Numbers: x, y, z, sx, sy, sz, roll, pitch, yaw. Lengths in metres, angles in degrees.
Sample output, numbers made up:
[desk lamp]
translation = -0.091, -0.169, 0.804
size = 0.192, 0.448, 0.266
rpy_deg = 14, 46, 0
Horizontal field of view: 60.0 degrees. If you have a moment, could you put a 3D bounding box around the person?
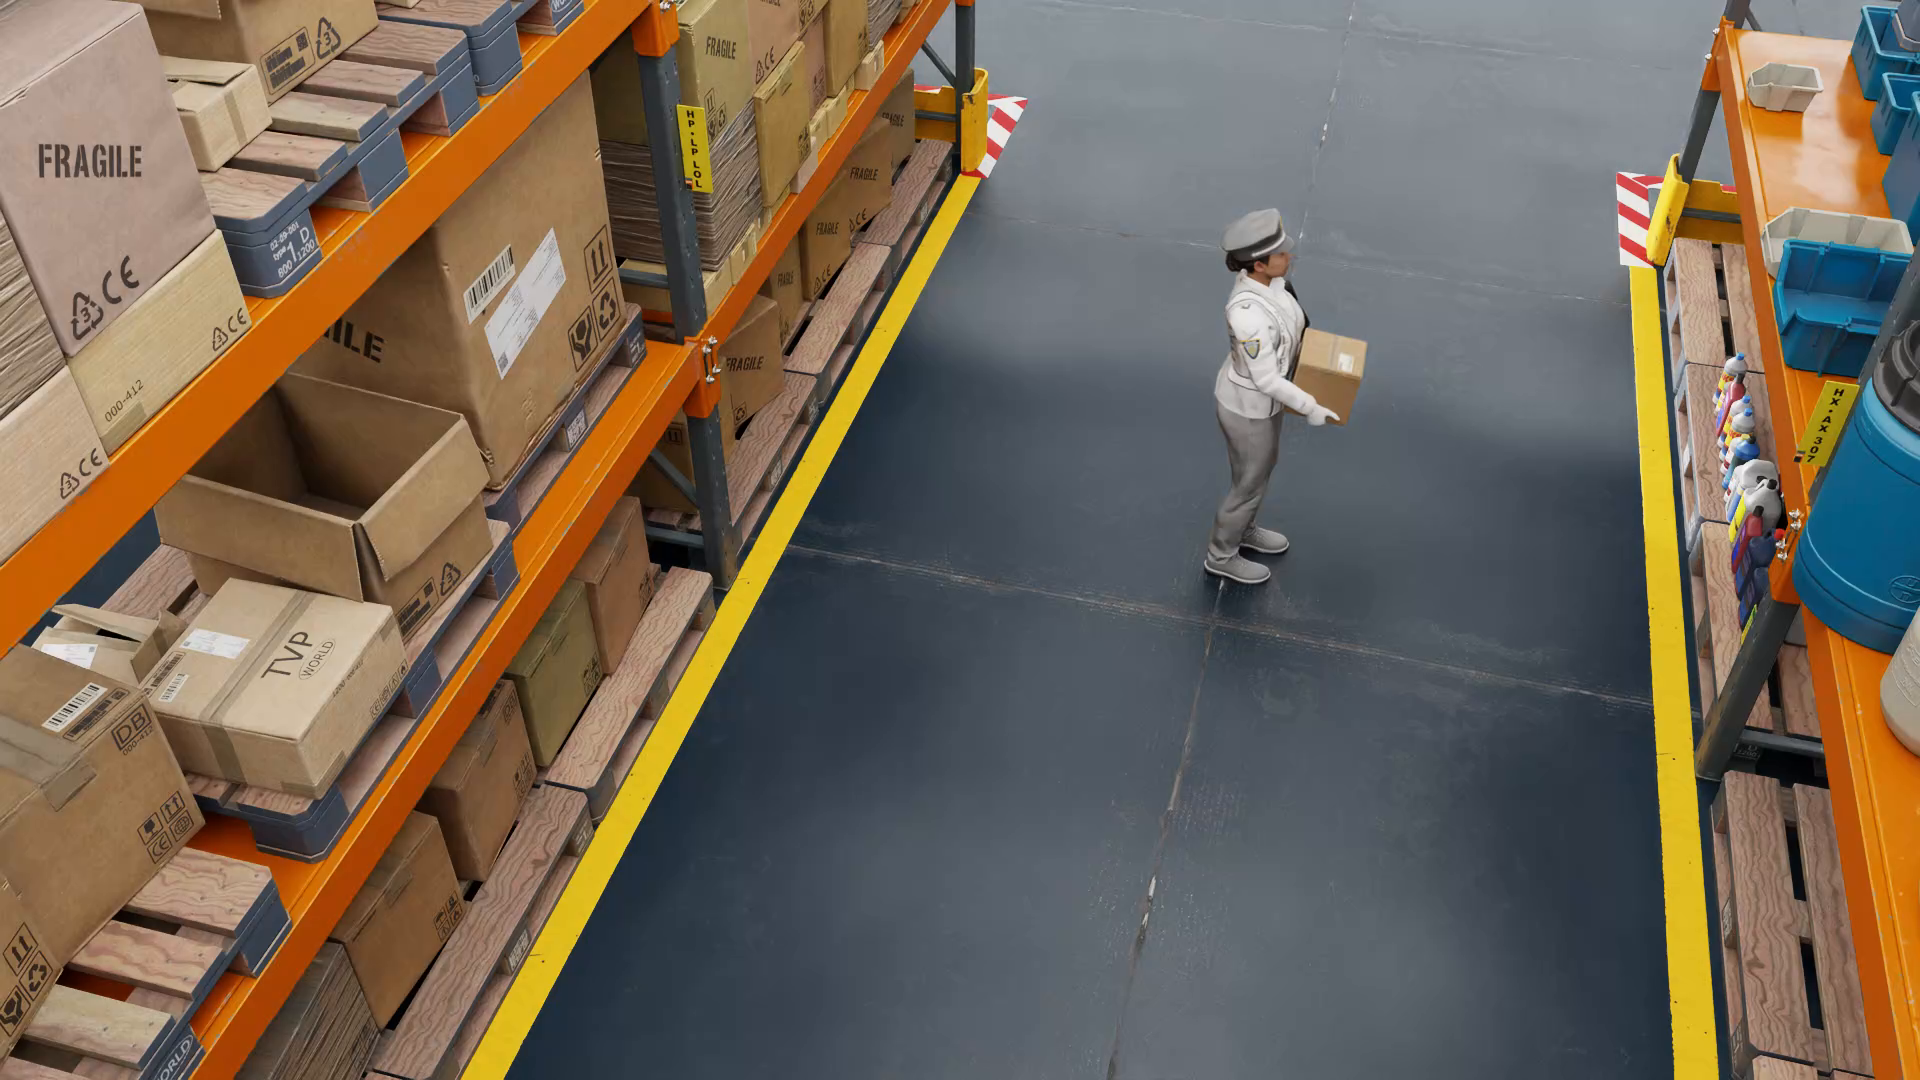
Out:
[person]
translation = 1.267, -0.563, 6.779
size = 0.562, 1.687, 0.461
rpy_deg = 10, 42, 11
